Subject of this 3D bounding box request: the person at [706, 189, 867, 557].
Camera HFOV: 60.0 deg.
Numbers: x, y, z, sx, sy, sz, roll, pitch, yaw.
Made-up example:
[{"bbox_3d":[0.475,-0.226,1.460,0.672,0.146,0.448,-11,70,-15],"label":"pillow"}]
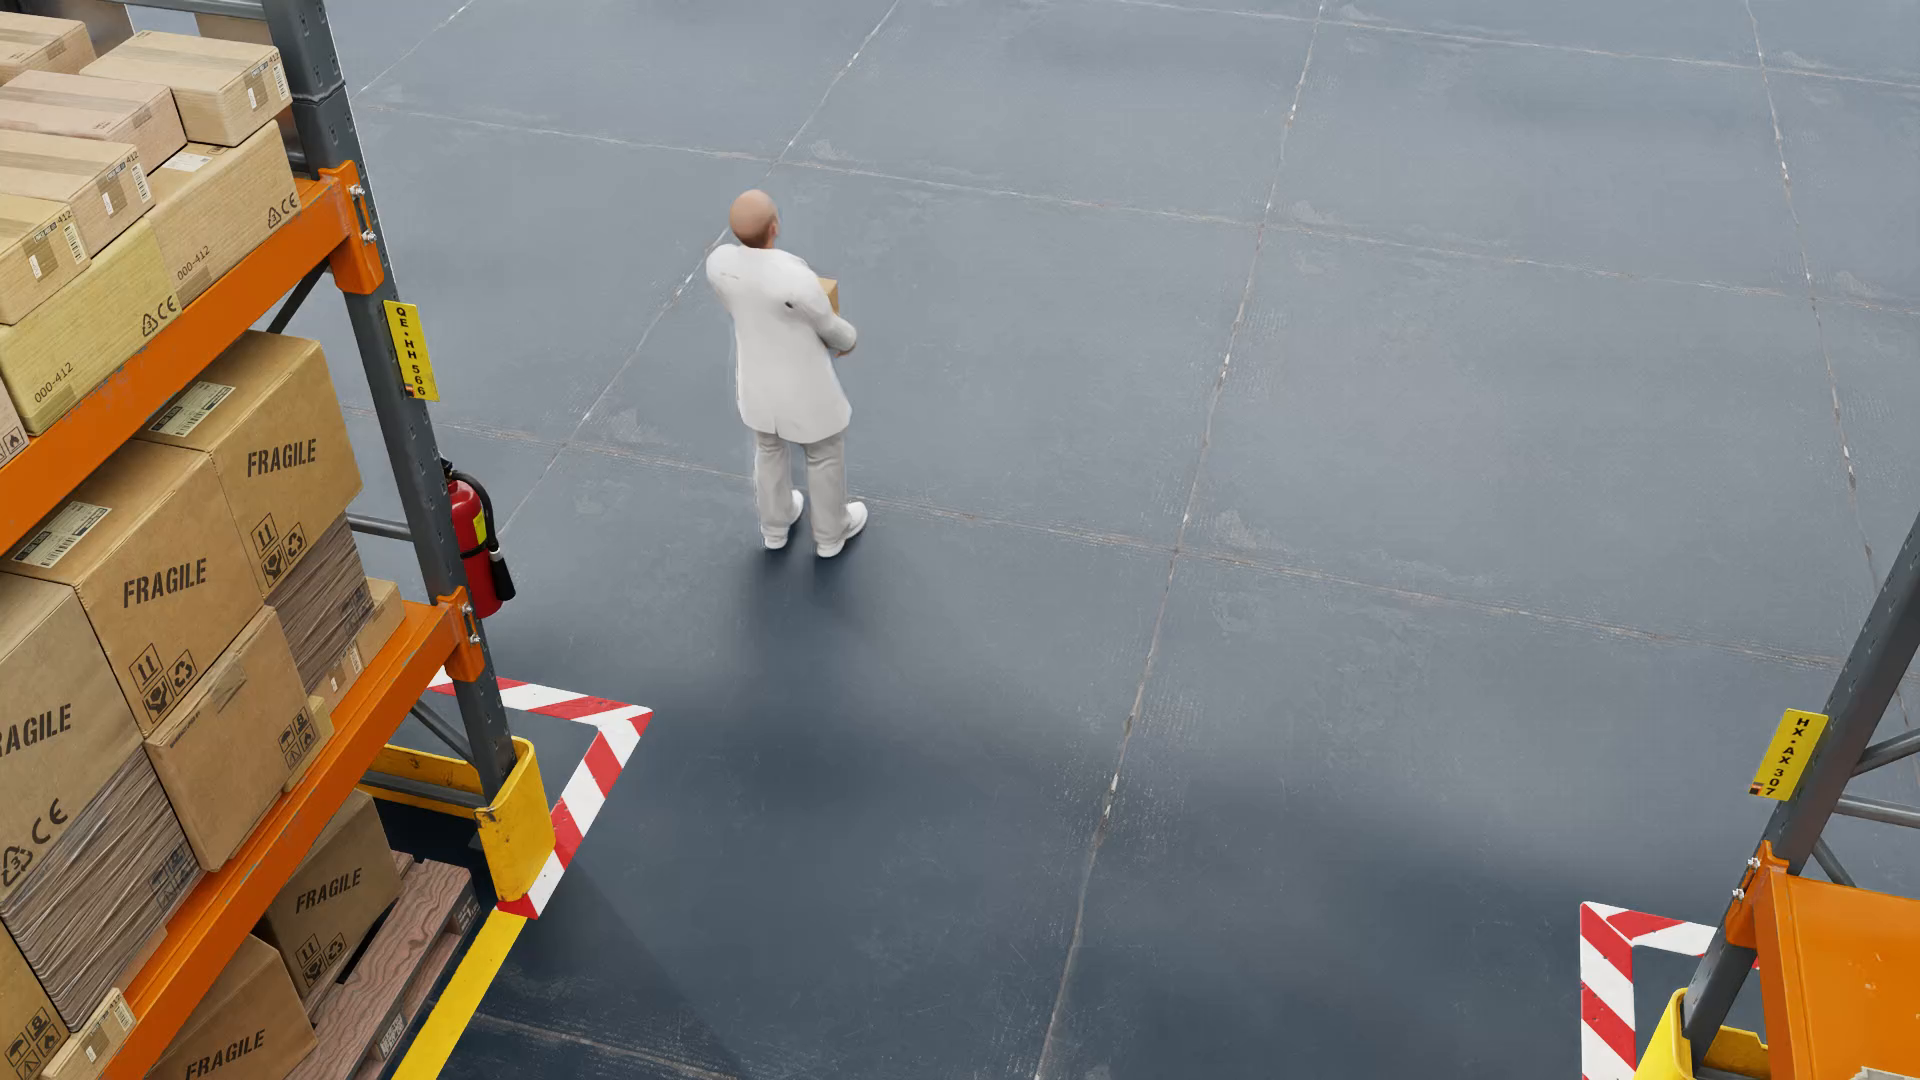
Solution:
[{"bbox_3d":[-0.694,-0.732,7.023,0.545,1.779,0.544,20,45,22],"label":"person"}]
